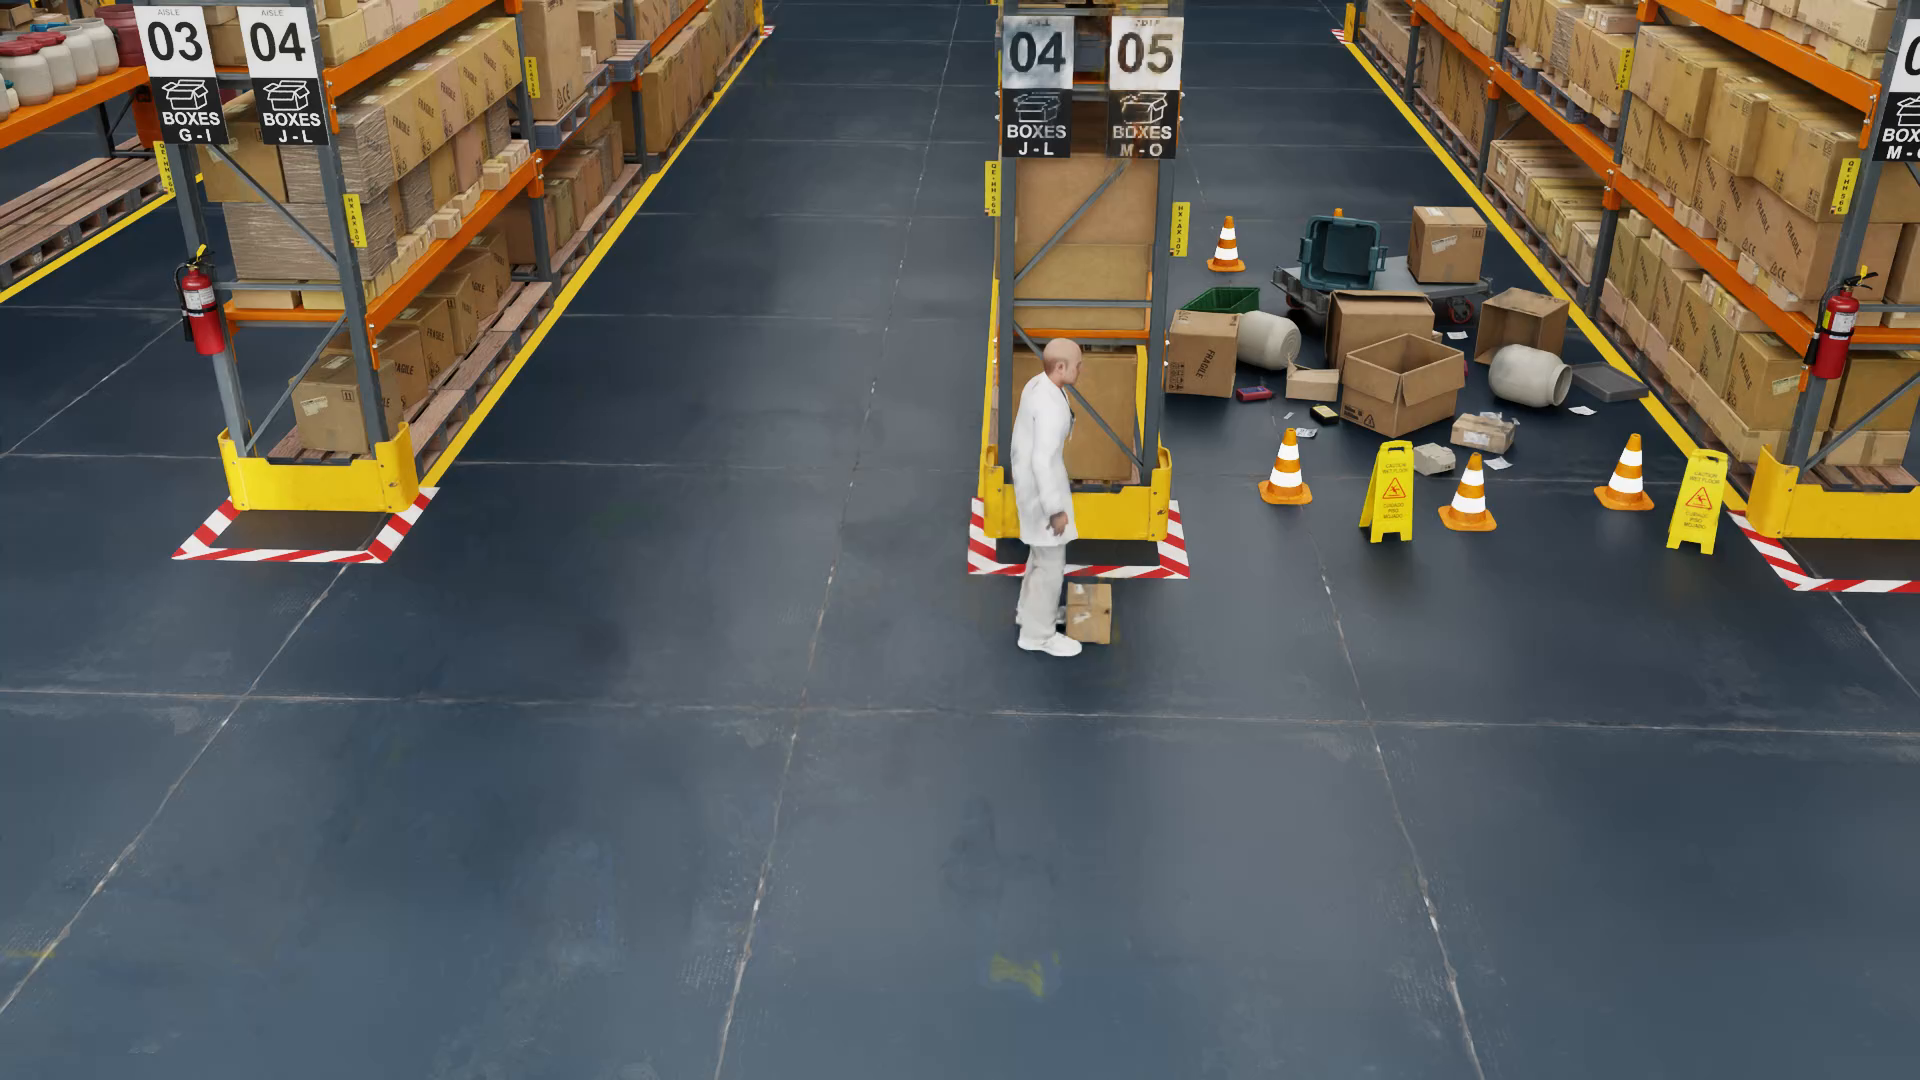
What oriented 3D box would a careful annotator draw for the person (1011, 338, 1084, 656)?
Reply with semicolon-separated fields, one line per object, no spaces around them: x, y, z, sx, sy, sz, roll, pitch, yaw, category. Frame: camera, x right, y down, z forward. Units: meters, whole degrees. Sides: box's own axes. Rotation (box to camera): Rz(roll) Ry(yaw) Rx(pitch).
0.483;-0.262;9.138;0.415;1.774;0.654;0;28;1;person
